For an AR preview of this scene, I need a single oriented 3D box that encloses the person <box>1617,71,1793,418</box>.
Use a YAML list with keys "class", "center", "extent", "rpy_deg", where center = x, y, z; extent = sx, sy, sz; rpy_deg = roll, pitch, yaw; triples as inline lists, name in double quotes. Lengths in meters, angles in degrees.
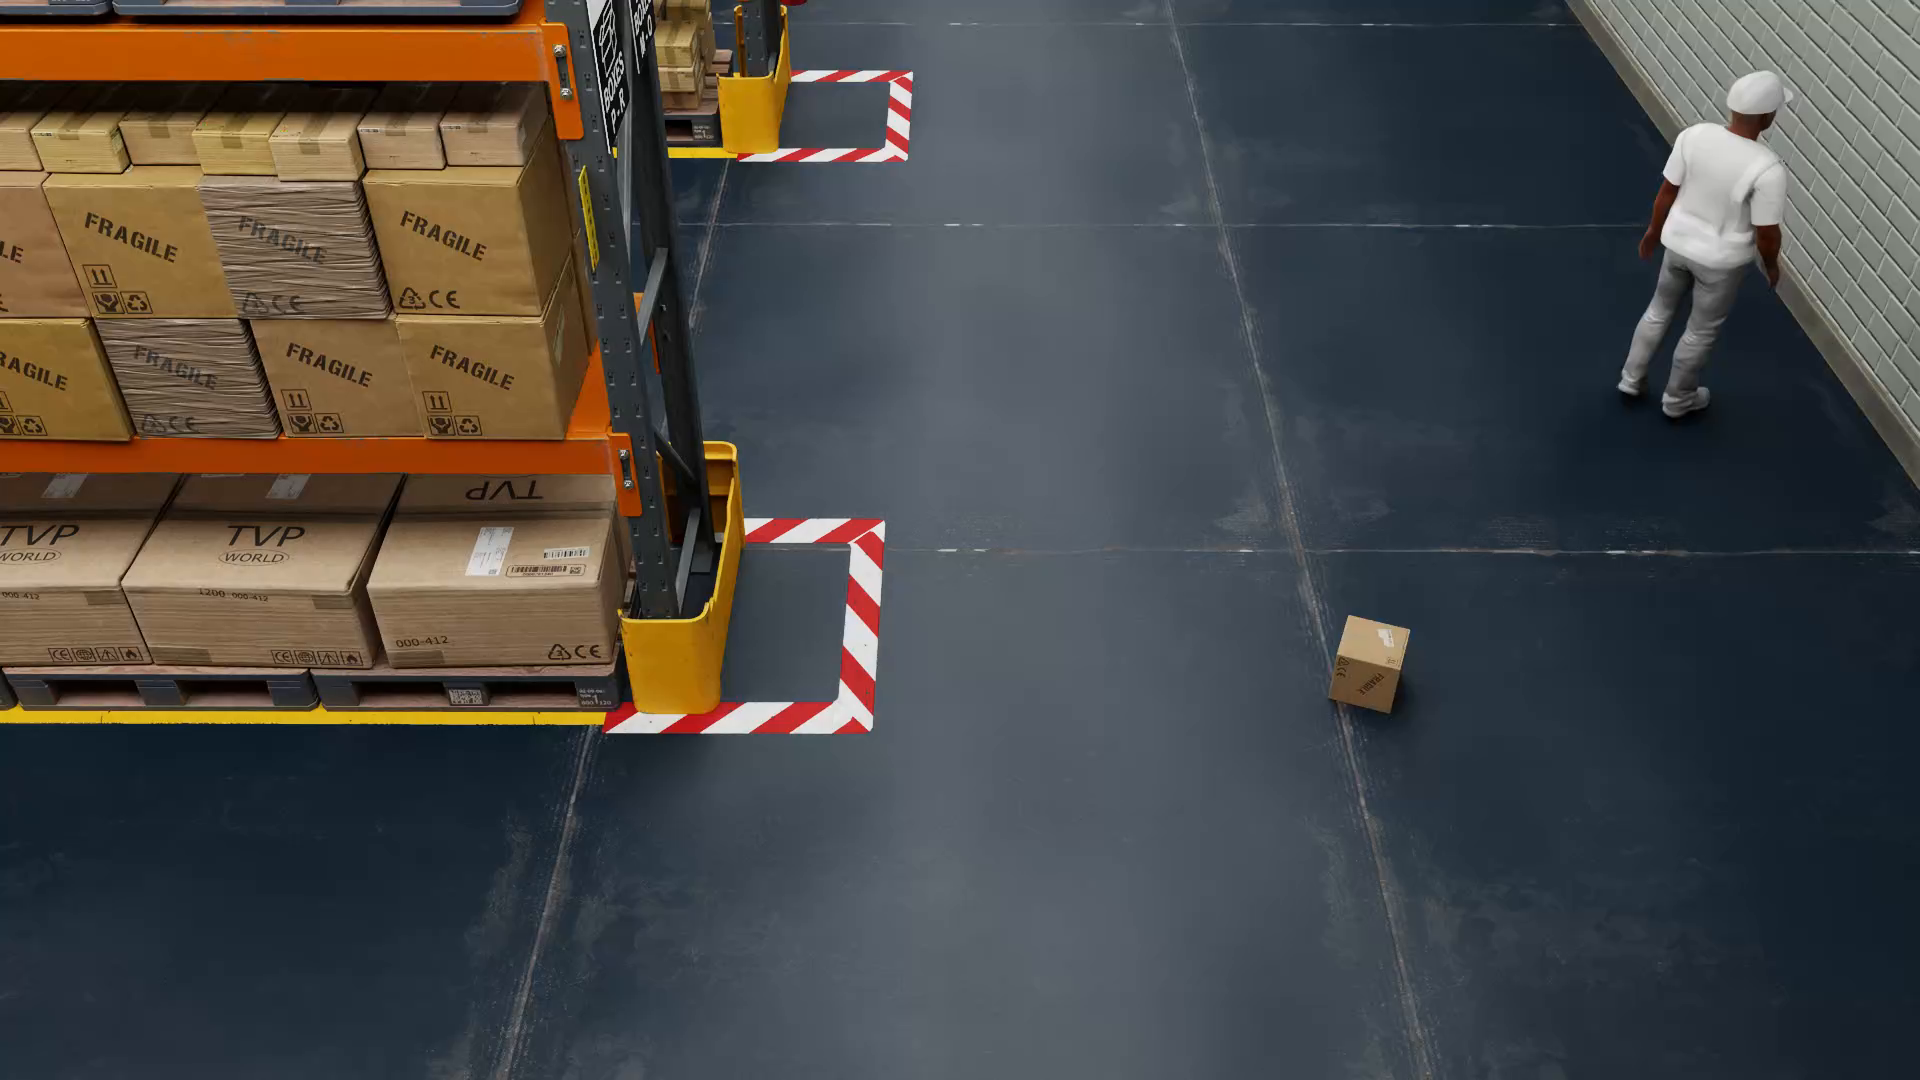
- class: "person"
  center: [3.514, -1.339, 7.769]
  extent: [0.468, 1.830, 0.617]
  rpy_deg: [-24, 45, -26]
